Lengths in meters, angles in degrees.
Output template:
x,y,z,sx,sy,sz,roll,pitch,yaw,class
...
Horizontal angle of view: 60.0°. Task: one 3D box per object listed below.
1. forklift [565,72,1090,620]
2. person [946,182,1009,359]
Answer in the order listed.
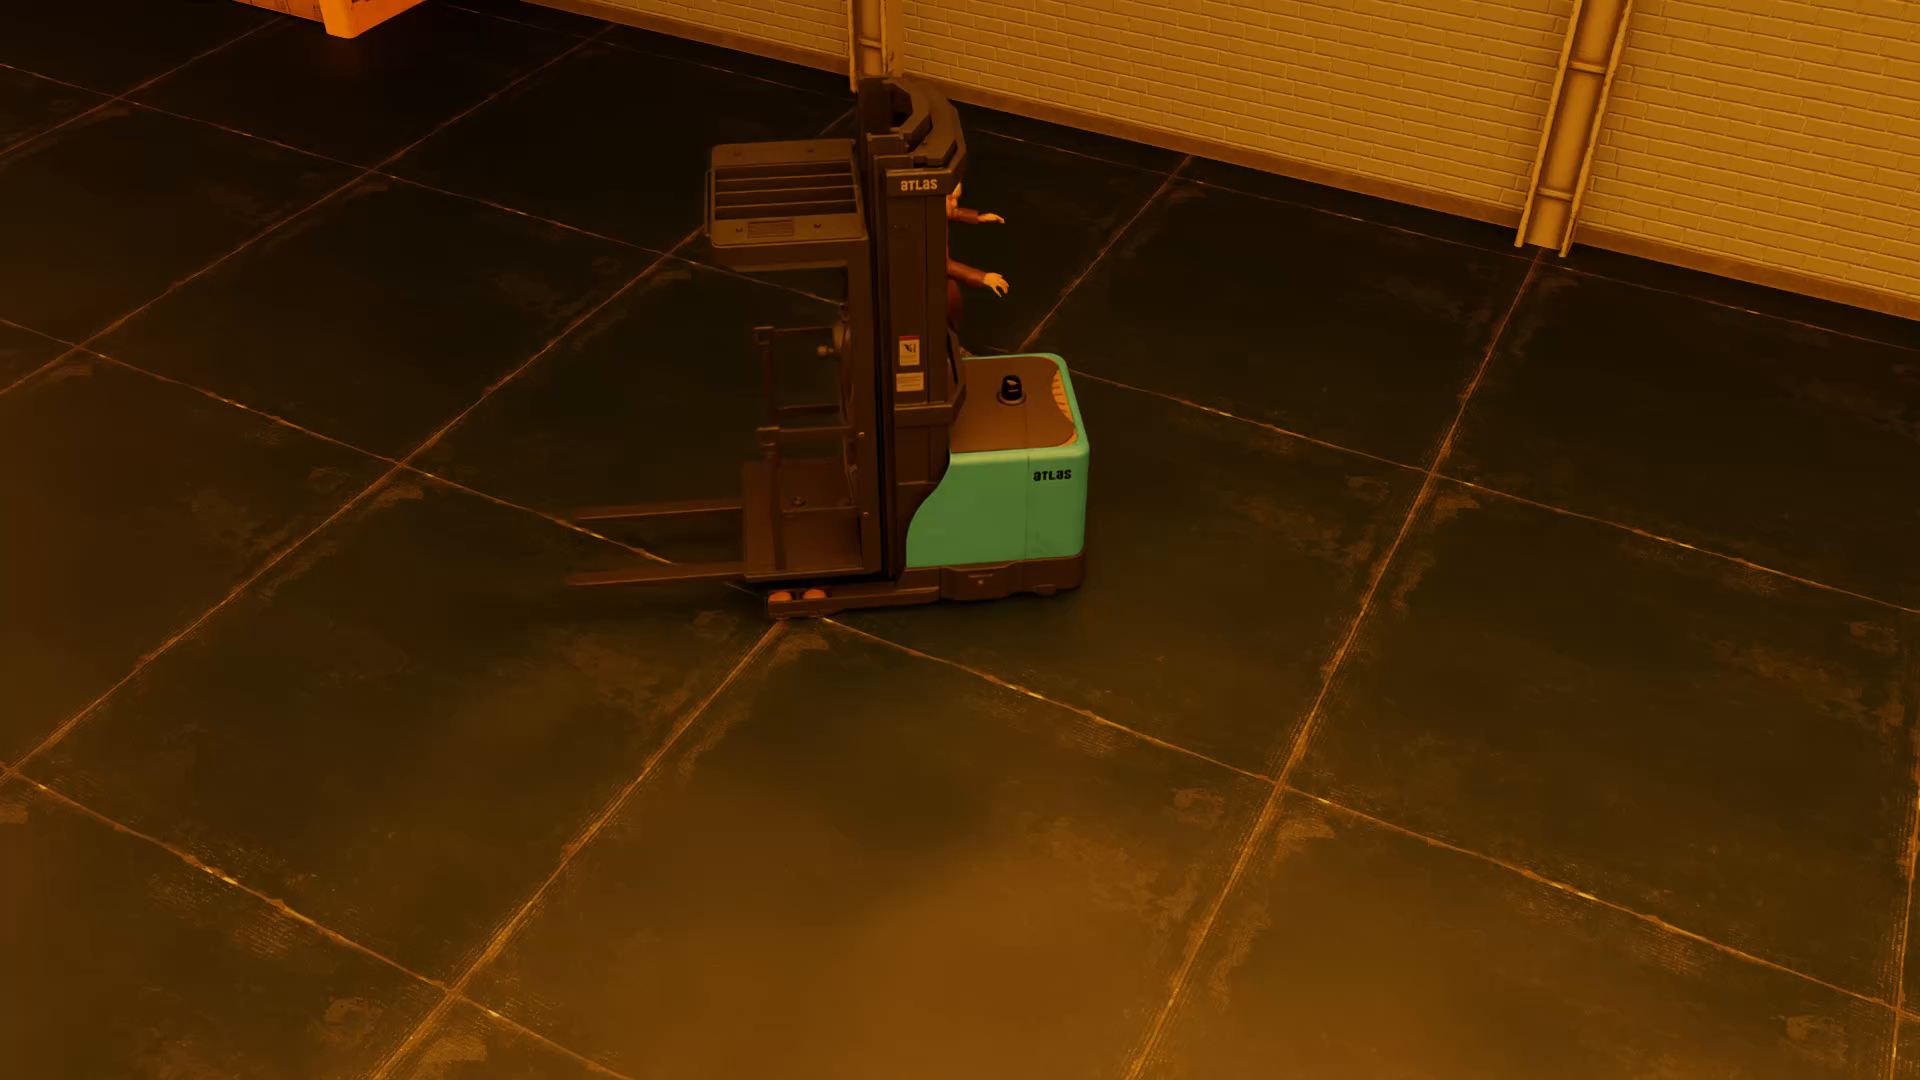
x,y,z,sx,sy,sz,roll,pitch,yaw,class
-0.815,-1.016,9.193,3.031,2.935,1.130,-4,40,-5,forklift
-0.012,-1.677,11.074,1.096,1.553,1.020,-31,49,-32,person
